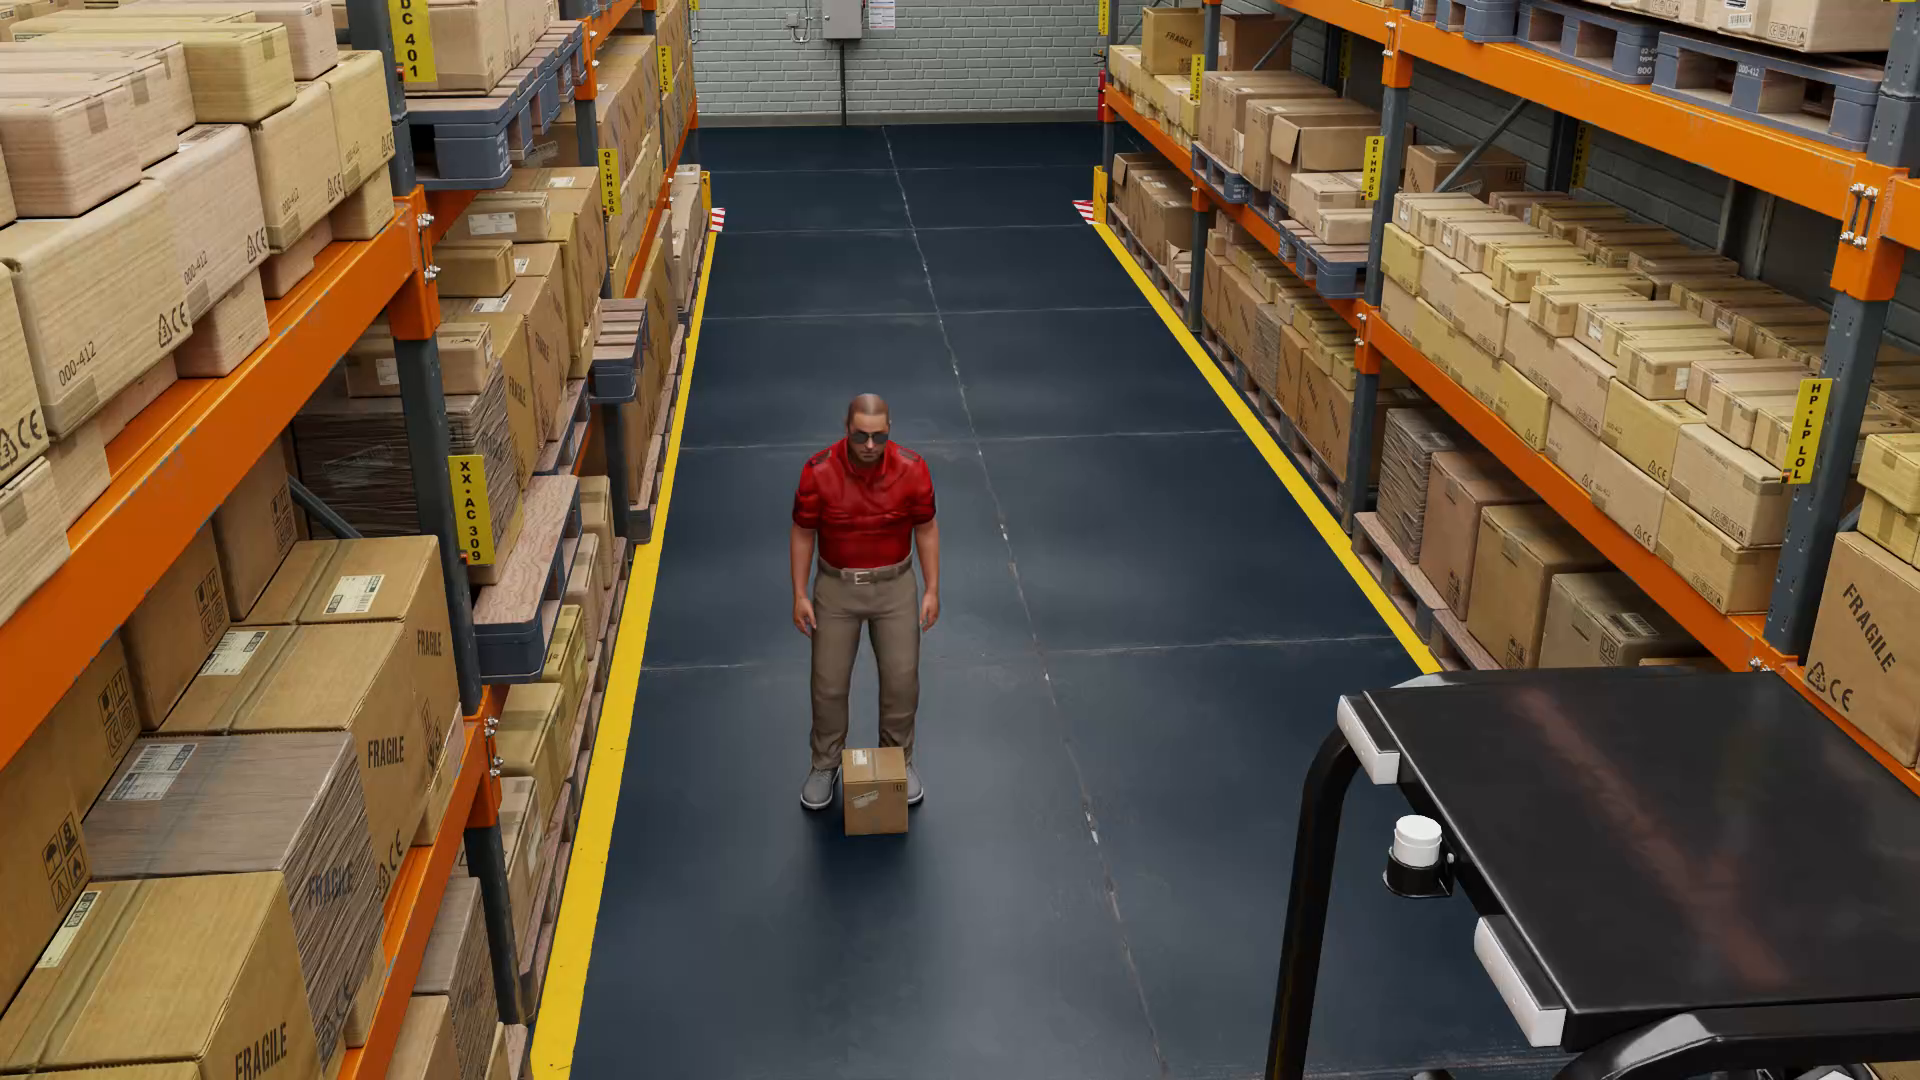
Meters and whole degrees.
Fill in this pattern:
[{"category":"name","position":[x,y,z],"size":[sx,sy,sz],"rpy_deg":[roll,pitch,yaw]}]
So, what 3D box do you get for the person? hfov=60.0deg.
[{"category":"person","position":[-0.371,0.228,6.594],"size":[0.593,1.726,0.395],"rpy_deg":[-3,24,-6]}]
